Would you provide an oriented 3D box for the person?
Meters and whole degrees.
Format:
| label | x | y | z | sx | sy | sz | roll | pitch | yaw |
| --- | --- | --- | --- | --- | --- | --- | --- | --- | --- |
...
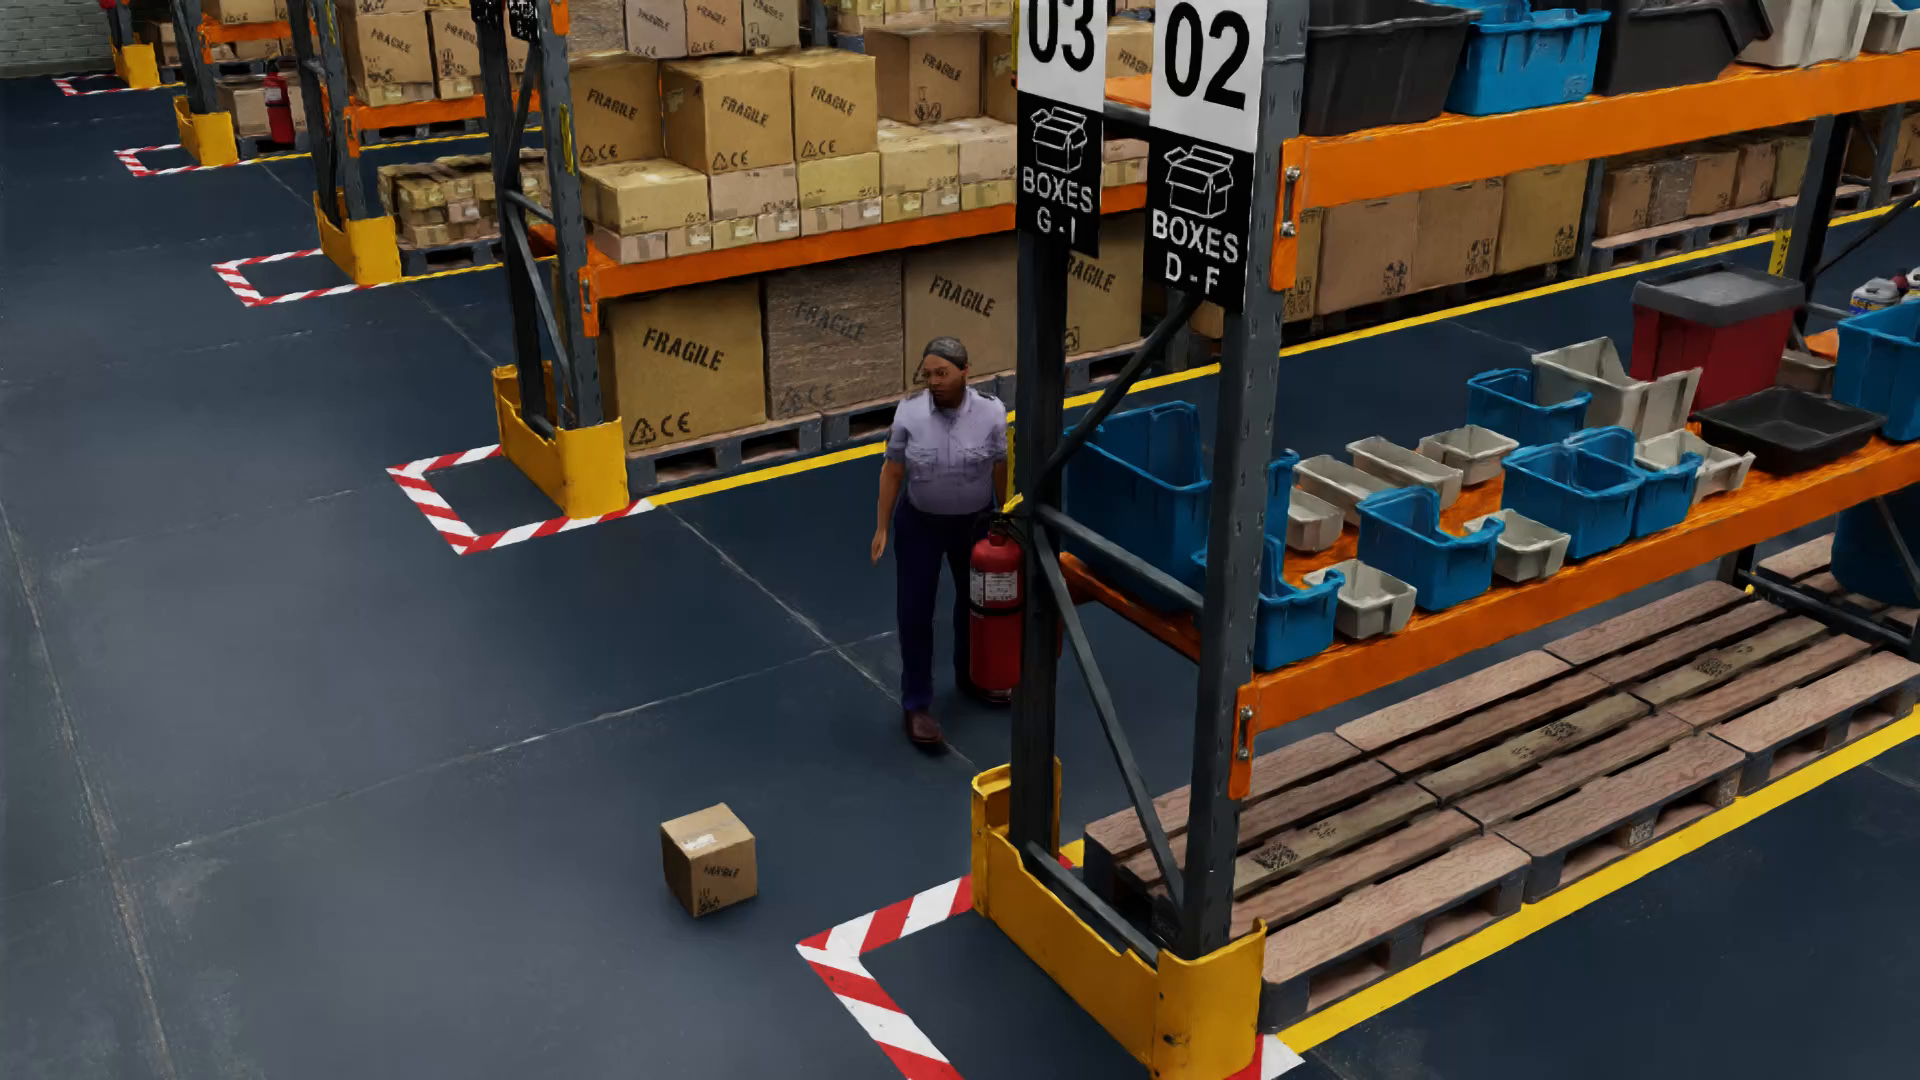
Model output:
| label | x | y | z | sx | sy | sz | roll | pitch | yaw |
| --- | --- | --- | --- | --- | --- | --- | --- | --- | --- |
| person | -0.054 | -0.014 | 6.608 | 0.599 | 1.643 | 0.557 | -4 | 26 | -9 |
